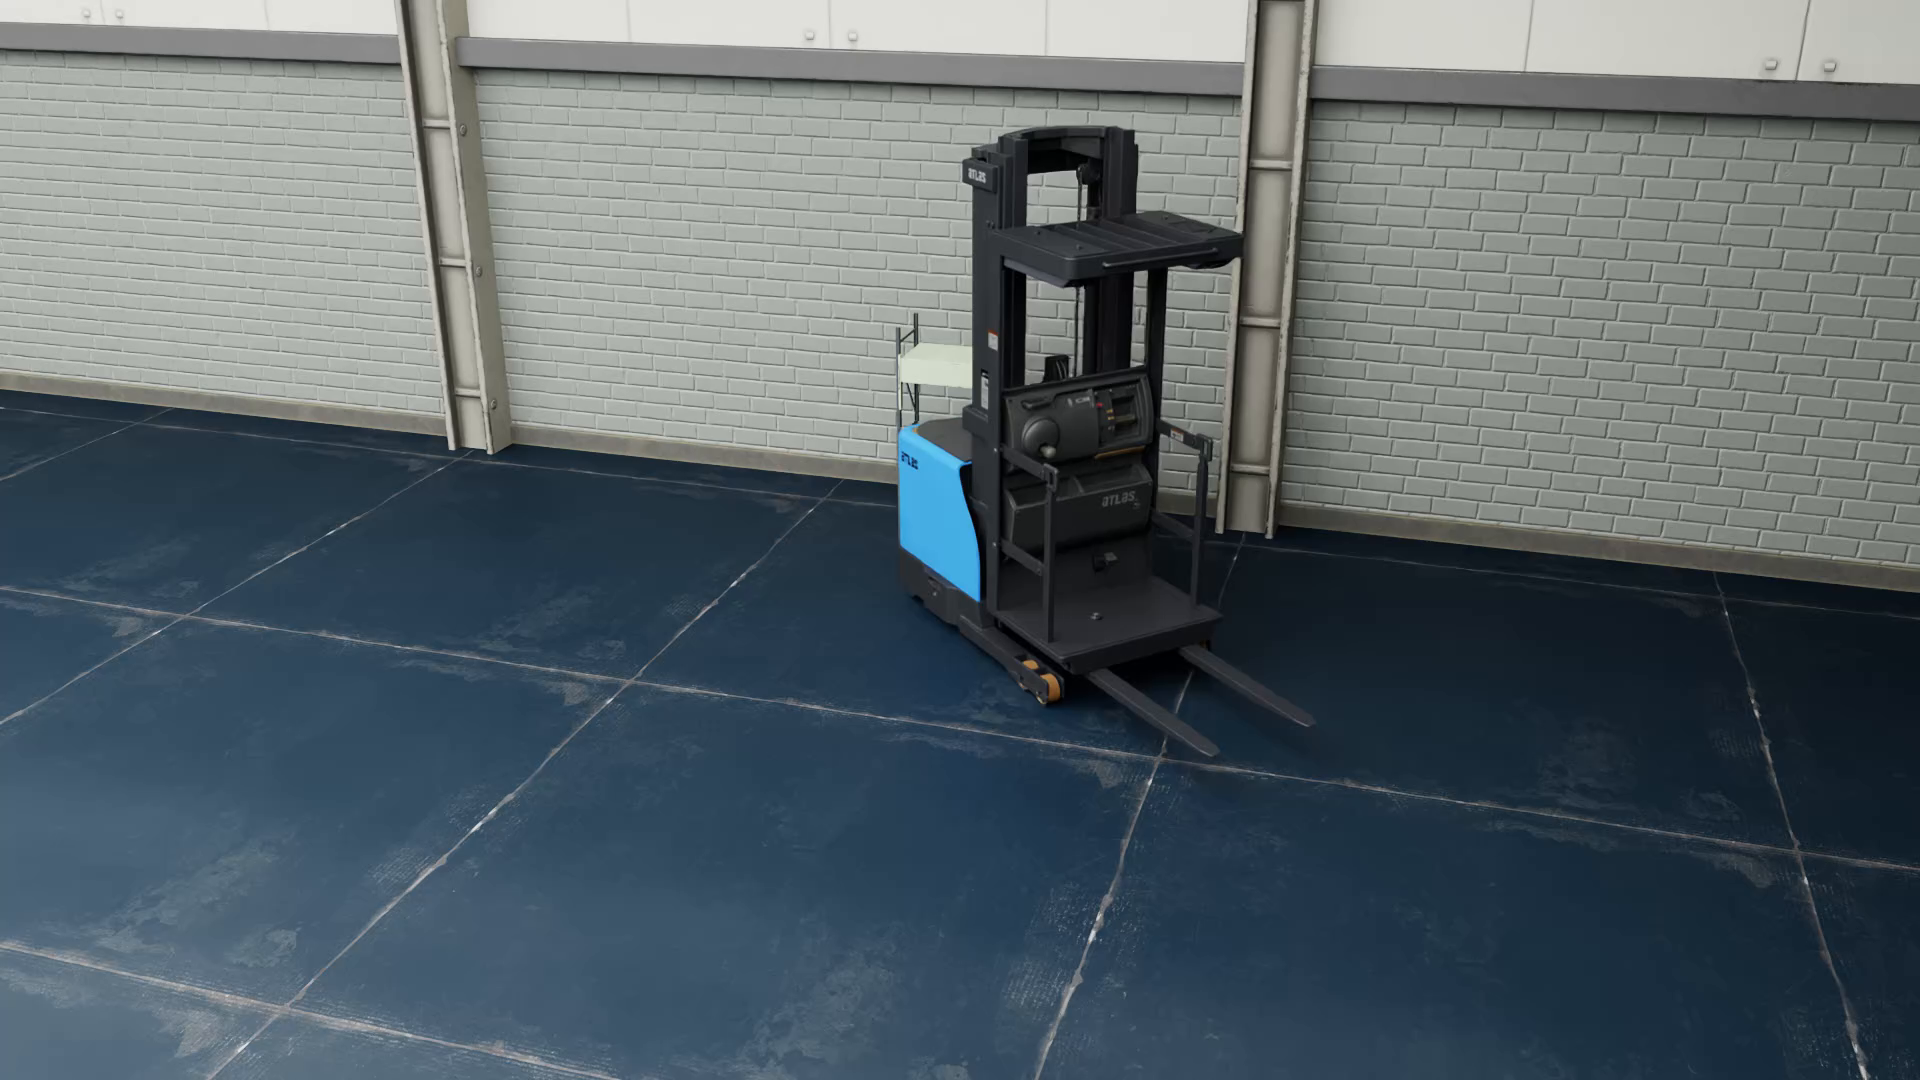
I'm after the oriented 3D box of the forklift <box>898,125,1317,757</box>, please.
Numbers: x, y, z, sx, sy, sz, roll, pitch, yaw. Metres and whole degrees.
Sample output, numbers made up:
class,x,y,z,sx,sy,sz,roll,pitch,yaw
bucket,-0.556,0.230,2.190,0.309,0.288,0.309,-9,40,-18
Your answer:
class,x,y,z,sx,sy,sz,roll,pitch,yaw
forklift,0.773,-0.656,9.008,1.130,2.935,3.031,-12,25,-27

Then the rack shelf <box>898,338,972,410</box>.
class,x,y,z,sx,sy,sz,roll,pitch,yaw
rack shelf,0.006,-1.054,10.836,0.720,0.370,0.431,7,23,16

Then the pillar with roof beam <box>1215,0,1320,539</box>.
class,x,y,z,sx,sy,sz,roll,pitch,yaw
pillar with roof beam,0.737,-2.684,5.955,0.400,9.000,9.100,7,23,16

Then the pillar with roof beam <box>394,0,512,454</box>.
class,x,y,z,sx,sy,sz,roll,pitch,yaw
pillar with roof beam,-5.007,-3.341,7.558,0.400,9.000,9.100,7,23,16

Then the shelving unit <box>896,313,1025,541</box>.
class,x,y,z,sx,sy,sz,roll,pitch,yaw
shelving unit,0.006,-0.693,10.984,0.755,1.500,0.431,7,23,16

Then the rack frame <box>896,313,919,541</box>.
class,x,y,z,sx,sy,sz,roll,pitch,yaw
rack frame,-0.344,-0.733,11.081,0.023,1.500,0.400,7,23,16
